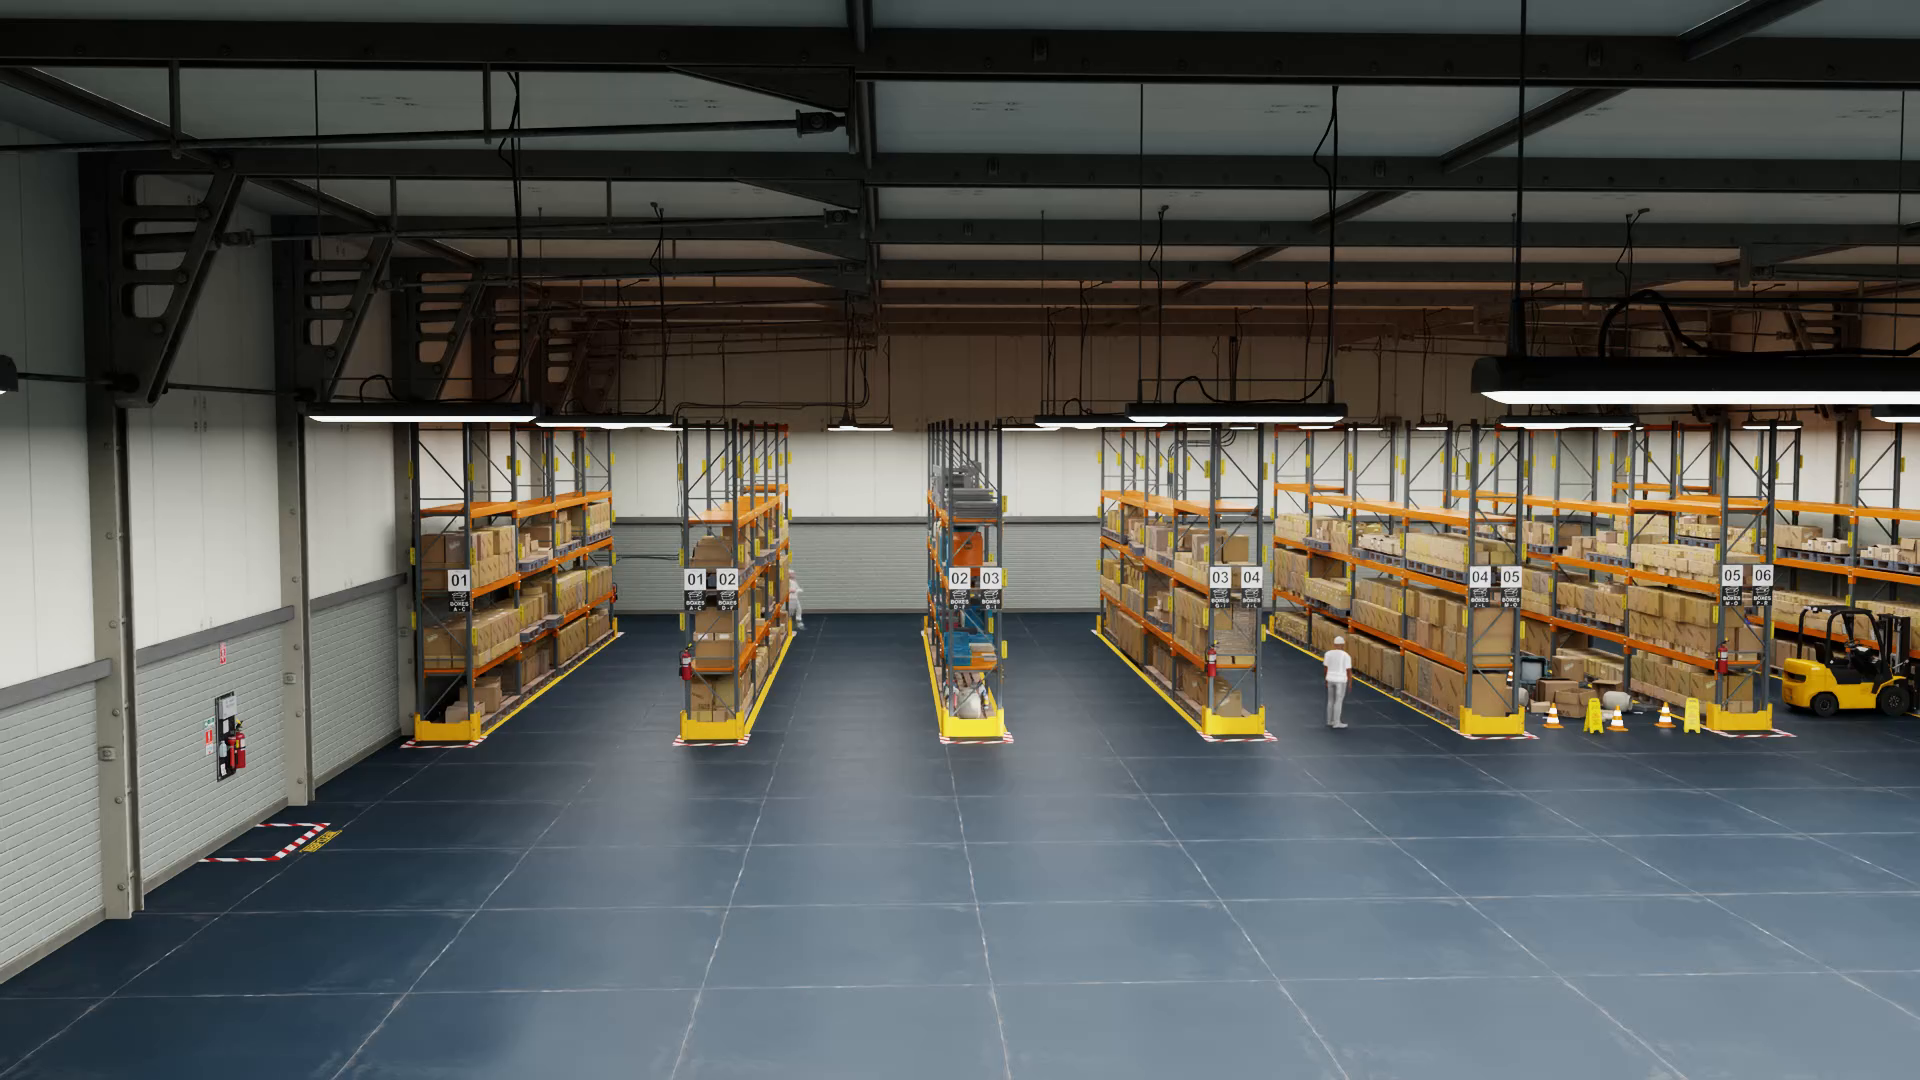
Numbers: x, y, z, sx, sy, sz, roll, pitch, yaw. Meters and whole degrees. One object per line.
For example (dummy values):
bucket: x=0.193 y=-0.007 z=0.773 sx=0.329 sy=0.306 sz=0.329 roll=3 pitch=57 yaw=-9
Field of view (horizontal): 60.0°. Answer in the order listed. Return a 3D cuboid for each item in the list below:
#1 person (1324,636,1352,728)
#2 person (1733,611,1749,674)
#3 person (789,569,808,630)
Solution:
person: x=7.391 y=2.762 z=32.408 sx=0.453 sy=1.781 sz=0.602 roll=-4 pitch=5 yaw=-44
person: x=18.057 y=2.425 z=38.590 sx=0.529 sy=1.643 sz=0.810 roll=-1 pitch=4 yaw=-14
person: x=-4.844 y=1.732 z=48.390 sx=0.830 sy=1.791 sz=0.666 roll=0 pitch=4 yaw=-4
